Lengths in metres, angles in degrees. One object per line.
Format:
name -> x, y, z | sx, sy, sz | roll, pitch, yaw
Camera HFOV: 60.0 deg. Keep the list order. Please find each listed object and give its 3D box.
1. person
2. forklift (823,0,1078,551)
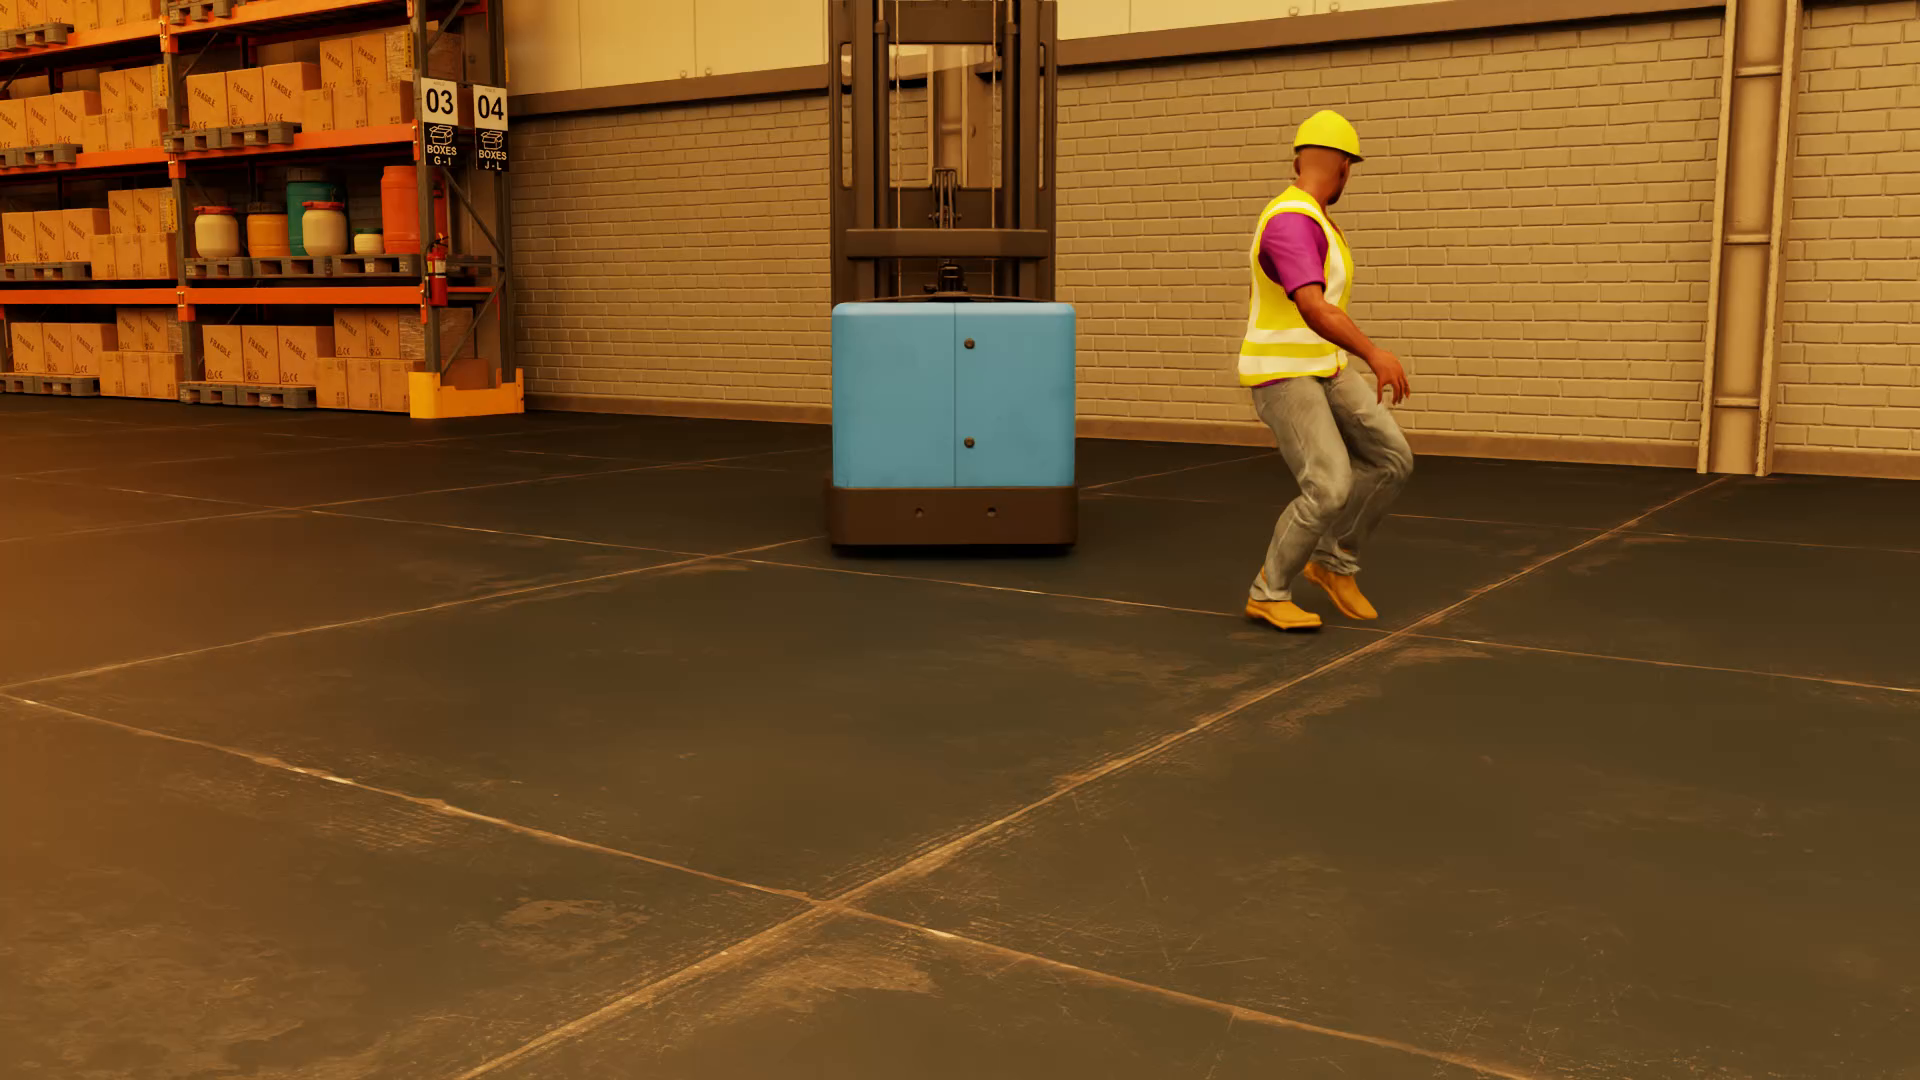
person -> 1.167, -0.544, 5.530 | 0.753, 1.712, 0.753 | 5, 10, 33
forklift -> -0.096, -1.573, 8.257 | 1.130, 2.935, 3.031 | 0, 8, -3
